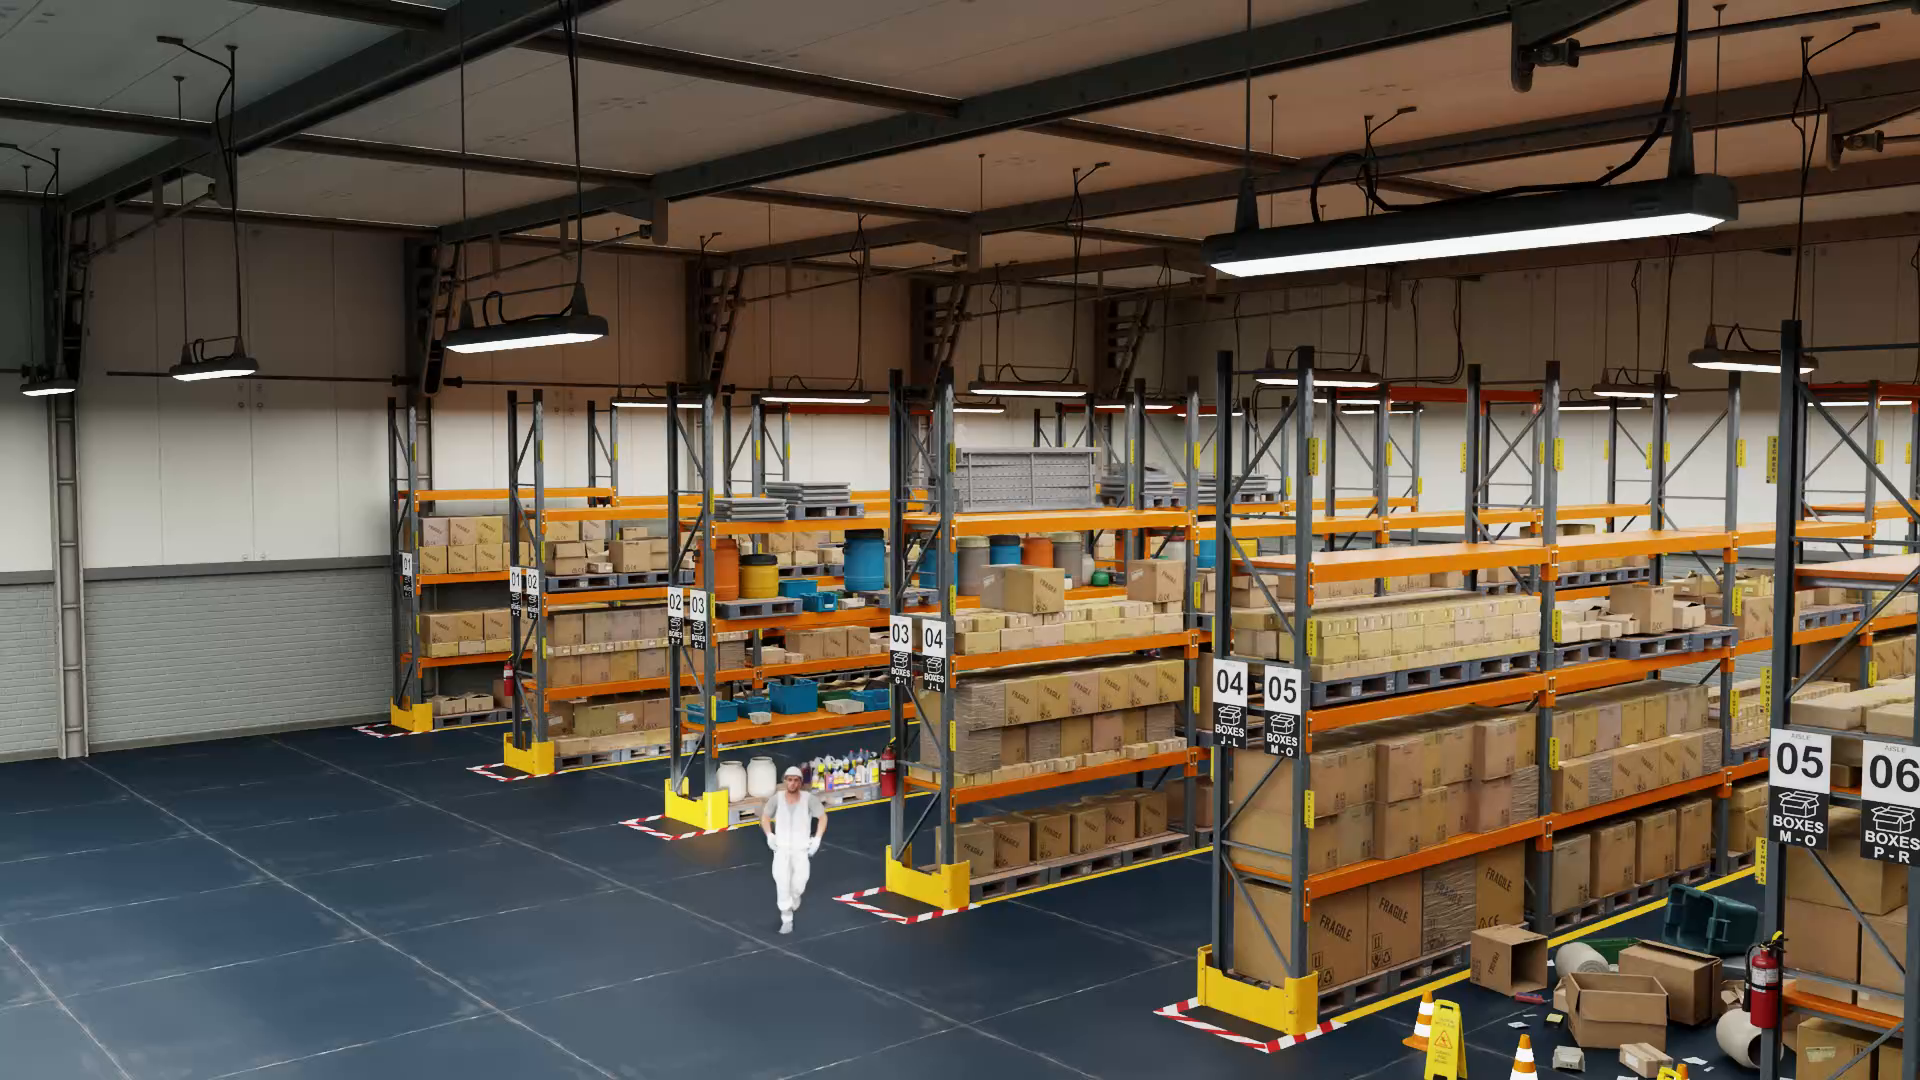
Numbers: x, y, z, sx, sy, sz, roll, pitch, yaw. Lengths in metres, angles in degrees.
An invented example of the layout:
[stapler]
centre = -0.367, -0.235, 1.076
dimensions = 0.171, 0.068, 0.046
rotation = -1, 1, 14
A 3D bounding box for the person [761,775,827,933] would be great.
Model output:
[person]
centre = -1.773, 3.296, 17.764
dimensions = 0.707, 1.697, 0.644
rotation = 0, 3, -2
